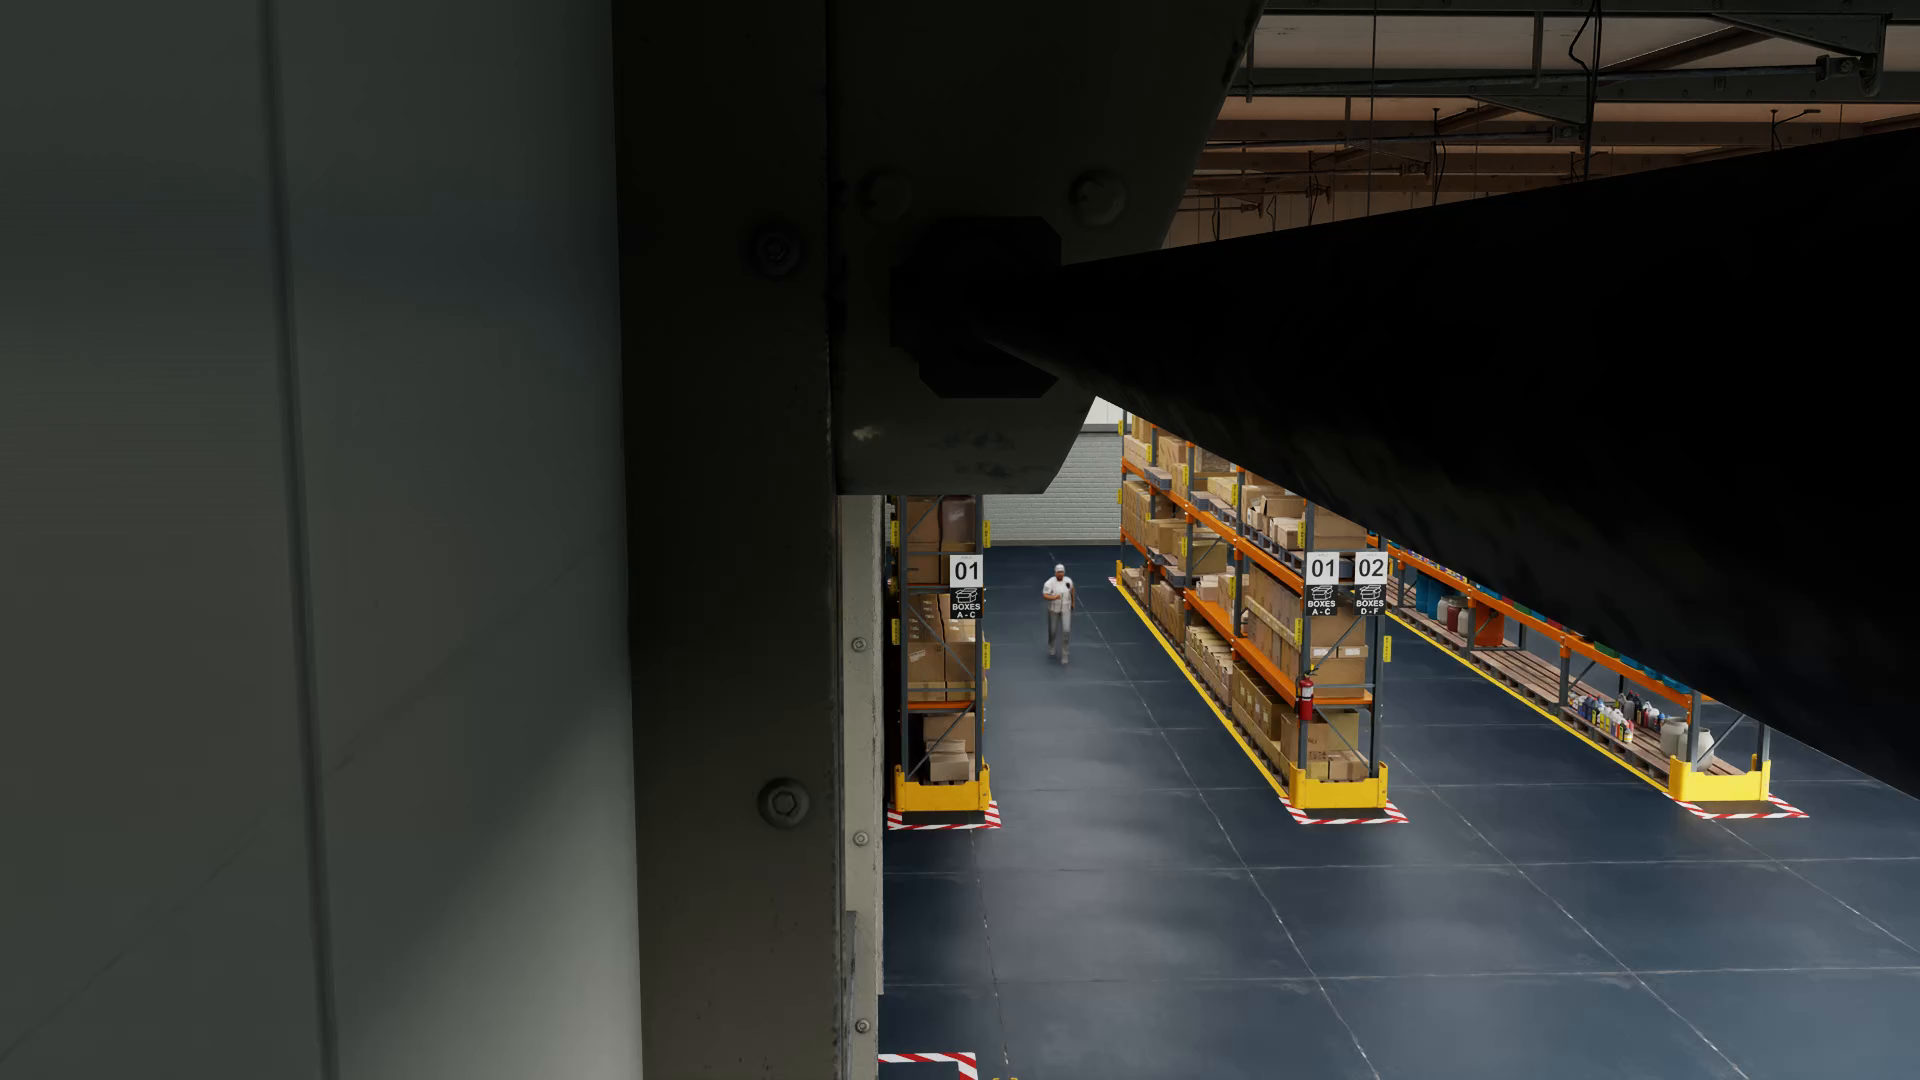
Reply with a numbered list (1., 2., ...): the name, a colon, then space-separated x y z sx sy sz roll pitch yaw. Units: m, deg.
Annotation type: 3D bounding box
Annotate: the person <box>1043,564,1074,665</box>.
1. person: 1.711 1.256 28.880 0.584 1.705 0.853 -1 8 -5
